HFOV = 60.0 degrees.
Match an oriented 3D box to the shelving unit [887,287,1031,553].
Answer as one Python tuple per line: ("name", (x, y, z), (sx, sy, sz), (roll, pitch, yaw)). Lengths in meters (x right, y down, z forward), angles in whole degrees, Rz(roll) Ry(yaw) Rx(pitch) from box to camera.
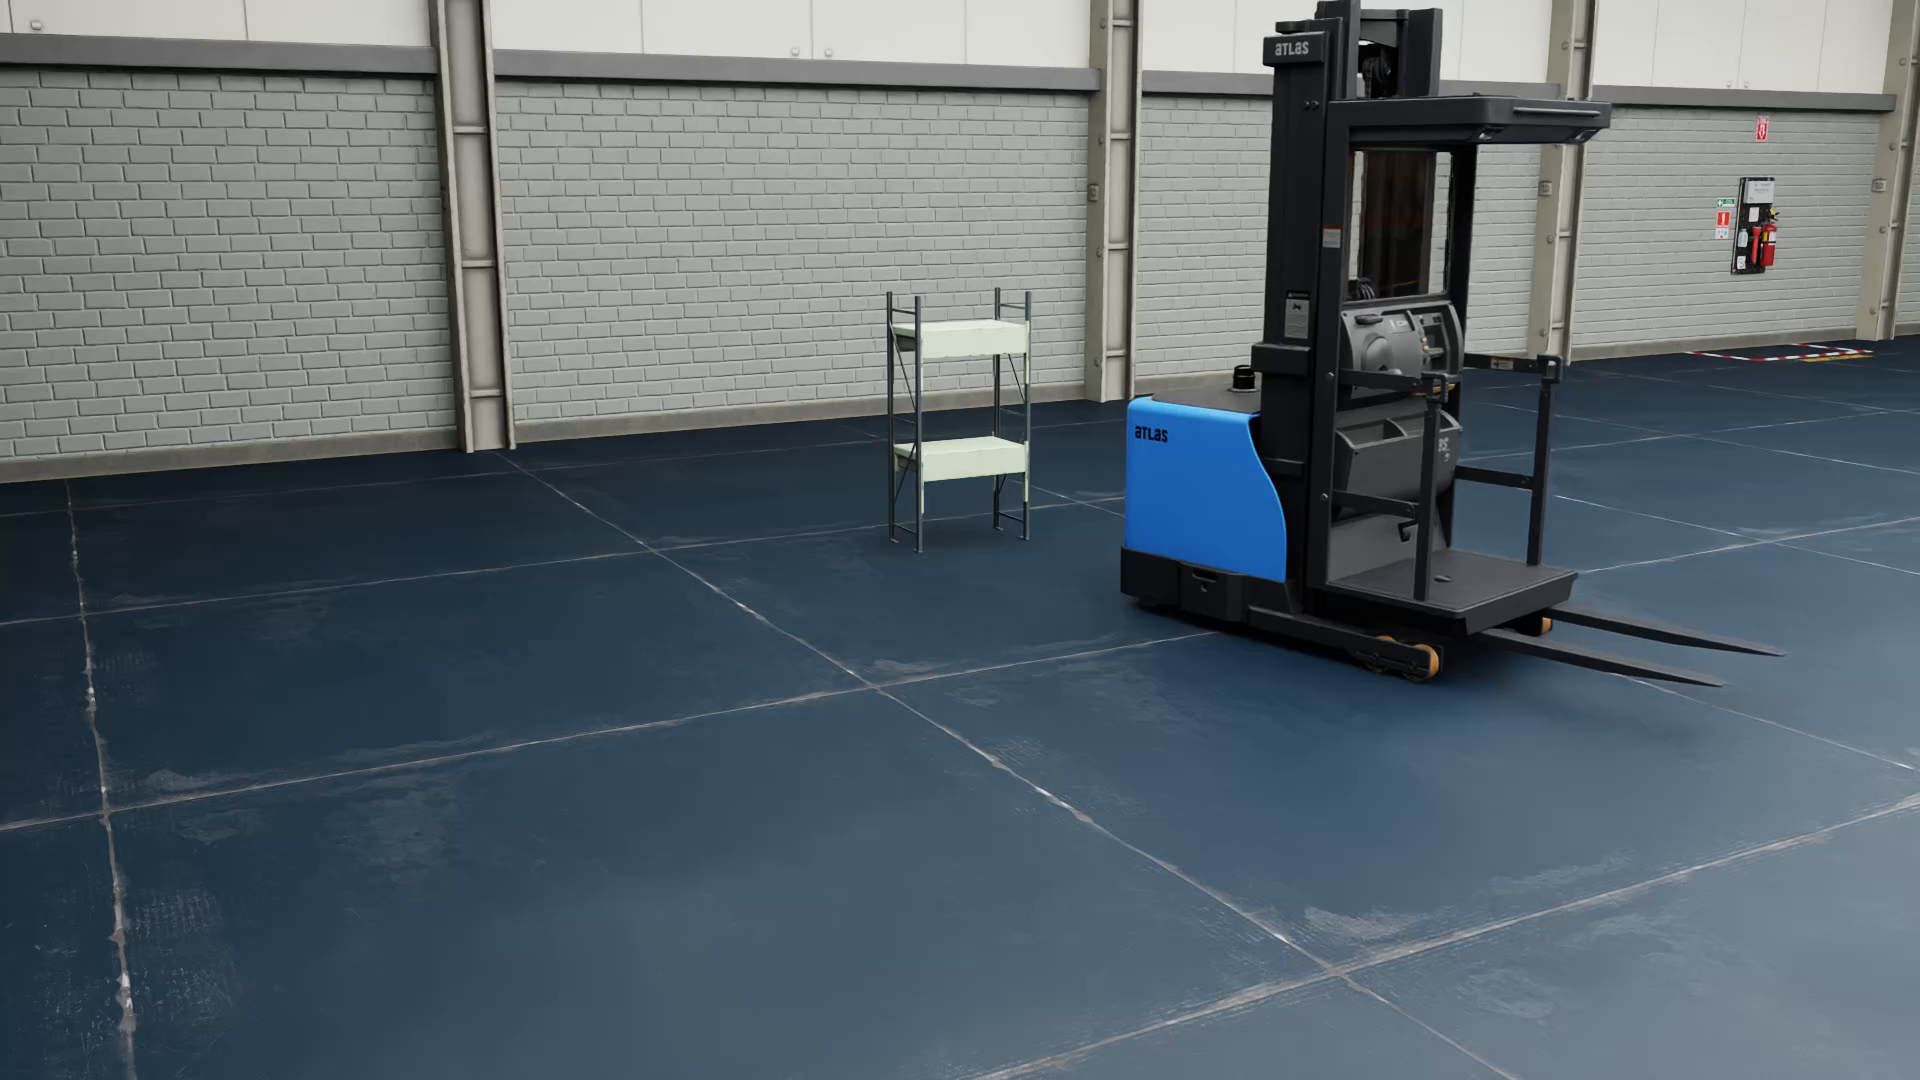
("shelving unit", (-0.006, -0.731, 9.941), (0.755, 1.500, 0.431), (-7, 14, -28))

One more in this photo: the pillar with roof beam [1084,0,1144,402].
("pillar with roof beam", (3.516, -4.934, 11.537), (0.400, 9.000, 9.100), (-7, 14, -28))

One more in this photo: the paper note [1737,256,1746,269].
("paper note", (9.610, -3.411, 20.442), (0.142, 0.148, 0.016), (-7, 14, -28))

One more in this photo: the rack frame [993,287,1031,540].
("rack frame", (0.315, -0.769, 10.112), (0.023, 1.500, 0.400), (-7, 14, -28))

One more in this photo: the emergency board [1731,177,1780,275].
("emergency board", (9.799, -3.846, 20.369), (0.643, 1.169, 0.194), (-7, 14, -28))

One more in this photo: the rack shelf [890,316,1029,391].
("rack shelf", (-0.006, -1.112, 9.856), (0.720, 0.370, 0.431), (-7, 14, -28))

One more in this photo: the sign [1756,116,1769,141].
("sign", (9.744, -4.996, 20.196), (0.199, 0.298, 0.001), (-7, 14, -28))

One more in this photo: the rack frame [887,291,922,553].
("rack frame", (-0.327, -0.692, 9.770), (0.023, 1.500, 0.400), (-7, 14, -28))

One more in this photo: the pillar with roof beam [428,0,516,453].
("pillar with roof beam", (-1.750, -4.303, 8.732), (0.400, 9.000, 9.100), (-7, 14, -28))

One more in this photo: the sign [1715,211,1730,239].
("sign", (9.264, -3.826, 20.194), (0.234, 0.329, 0.001), (-7, 14, -28))

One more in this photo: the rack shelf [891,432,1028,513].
("rack shelf", (-0.006, -0.413, 10.013), (0.720, 0.370, 0.431), (-7, 14, -28))

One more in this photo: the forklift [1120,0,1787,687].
("forklift", (2.202, -0.931, 7.571), (1.130, 2.935, 3.031), (-12, 17, -42))

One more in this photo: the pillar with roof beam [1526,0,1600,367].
("pillar with roof beam", (8.783, -5.565, 14.341), (0.400, 9.000, 9.100), (-7, 14, -28))

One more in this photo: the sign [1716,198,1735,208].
("sign", (9.272, -4.083, 20.131), (0.331, 0.109, 0.001), (-7, 14, -28))

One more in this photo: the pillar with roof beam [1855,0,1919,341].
("pillar with roof beam", (14.049, -6.196, 17.146), (0.400, 9.000, 9.100), (-7, 14, -28))
